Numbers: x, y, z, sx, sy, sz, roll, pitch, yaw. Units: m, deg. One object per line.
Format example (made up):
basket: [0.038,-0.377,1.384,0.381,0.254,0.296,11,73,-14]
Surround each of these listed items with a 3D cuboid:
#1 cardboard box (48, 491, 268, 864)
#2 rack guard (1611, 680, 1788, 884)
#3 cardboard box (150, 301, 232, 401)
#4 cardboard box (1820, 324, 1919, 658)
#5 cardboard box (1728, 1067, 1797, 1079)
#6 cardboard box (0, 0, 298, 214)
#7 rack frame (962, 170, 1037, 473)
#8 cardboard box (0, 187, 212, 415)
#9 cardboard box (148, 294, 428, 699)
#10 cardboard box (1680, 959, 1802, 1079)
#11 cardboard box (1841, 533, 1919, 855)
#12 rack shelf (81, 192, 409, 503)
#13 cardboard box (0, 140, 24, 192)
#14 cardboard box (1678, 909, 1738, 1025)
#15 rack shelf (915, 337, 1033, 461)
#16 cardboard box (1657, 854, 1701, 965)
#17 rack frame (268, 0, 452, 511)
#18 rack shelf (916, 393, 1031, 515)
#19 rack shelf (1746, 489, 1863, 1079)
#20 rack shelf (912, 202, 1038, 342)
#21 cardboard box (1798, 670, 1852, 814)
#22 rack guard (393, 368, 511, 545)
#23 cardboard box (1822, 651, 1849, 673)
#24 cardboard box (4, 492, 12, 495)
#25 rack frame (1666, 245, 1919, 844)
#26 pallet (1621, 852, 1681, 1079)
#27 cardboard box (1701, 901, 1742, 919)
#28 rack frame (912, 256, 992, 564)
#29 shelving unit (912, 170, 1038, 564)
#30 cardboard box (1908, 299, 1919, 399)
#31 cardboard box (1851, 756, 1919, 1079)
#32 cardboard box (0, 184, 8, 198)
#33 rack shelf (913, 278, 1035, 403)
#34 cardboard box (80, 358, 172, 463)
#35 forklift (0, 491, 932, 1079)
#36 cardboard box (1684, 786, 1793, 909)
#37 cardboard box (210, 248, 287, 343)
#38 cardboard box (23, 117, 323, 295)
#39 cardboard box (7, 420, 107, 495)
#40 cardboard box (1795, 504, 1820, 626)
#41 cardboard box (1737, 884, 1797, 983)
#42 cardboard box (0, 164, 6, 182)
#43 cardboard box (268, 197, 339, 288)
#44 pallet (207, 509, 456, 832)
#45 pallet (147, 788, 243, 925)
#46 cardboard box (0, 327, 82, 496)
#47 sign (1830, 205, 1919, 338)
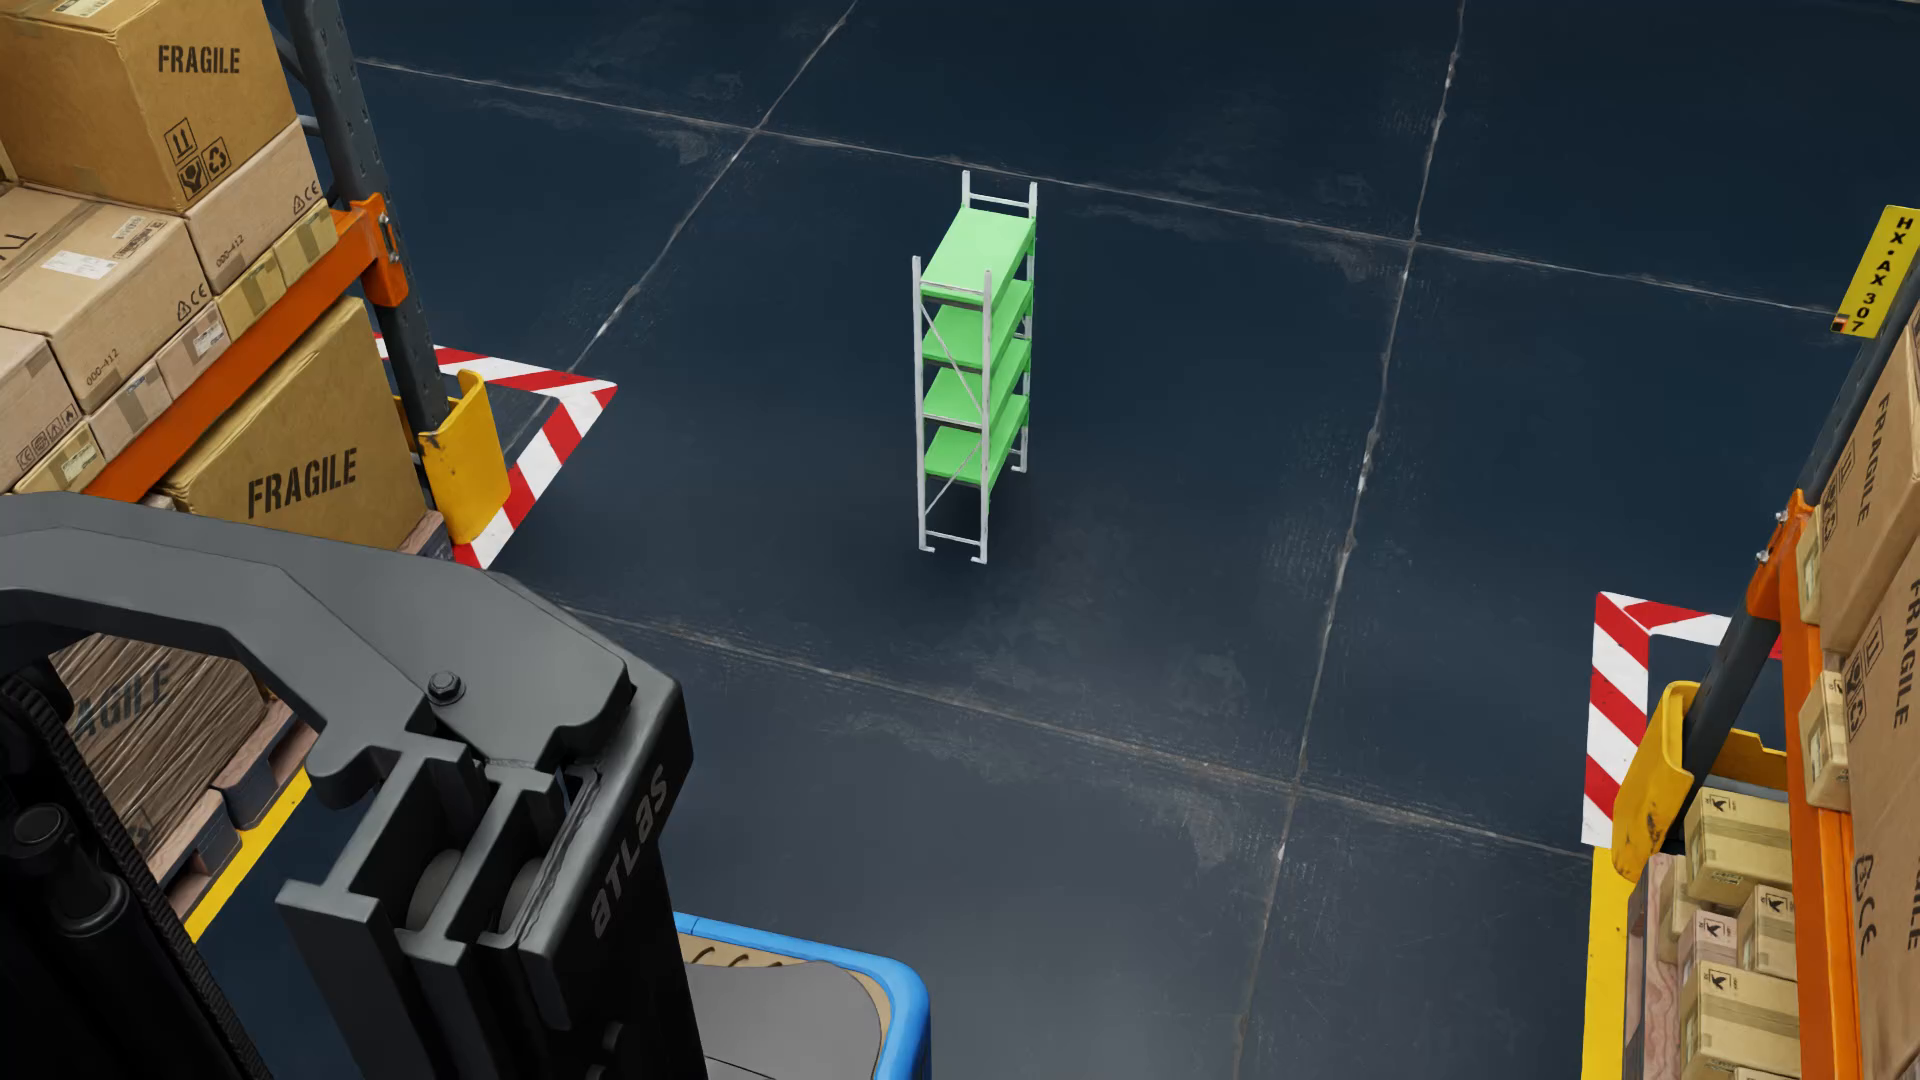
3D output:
cardboard box: [-2.592,0.394,4.422,0.875,0.875,0.875,13,46,13]
rack guard: [2.474,0.796,4.579,1.175,0.500,0.348,13,46,13]
cardboard box: [-2.148,-0.527,4.324,0.380,0.149,0.250,13,46,13]
cardboard box: [2.098,-0.049,3.371,0.500,0.500,0.500,15,46,14]
cardboard box: [1.851,1.319,3.570,0.380,0.149,0.250,10,45,11]
cardboard box: [-2.096,-1.206,4.196,0.500,0.500,0.500,13,46,13]
rack frame: [0.124,-0.702,5.609,0.240,1.200,0.015,13,46,12]
cardboard box: [-2.247,-0.601,4.114,0.500,0.250,0.500,12,46,12]
cardboard box: [-2.317,-0.213,5.042,0.875,0.875,0.875,13,46,13]
cardboard box: [1.848,1.136,3.757,0.380,0.149,0.250,12,46,12]
cardboard box: [1.960,0.313,3.001,0.500,0.500,0.500,13,46,13]
rack shelf: [-2.805,0.325,3.788,1.077,0.370,4.000,13,46,13]
cardboard box: [-2.602,-1.055,4.578,0.500,0.250,0.500,11,46,11]
cardboard box: [1.957,1.080,4.027,0.380,0.149,0.250,12,46,12]
rack shelf: [0.050,-0.494,5.488,0.258,0.148,0.480,13,46,12]
cardboard box: [2.034,1.003,4.319,0.380,0.149,0.250,13,46,13]
rack frame: [-2.199,-1.266,4.899,1.000,3.000,0.127,13,46,13]
rack shelf: [0.050,-0.322,5.656,0.258,0.148,0.480,13,46,12]
rack shelf: [1.892,1.443,2.645,1.077,0.370,4.000,13,46,13]
rack shelf: [0.050,-0.837,5.152,0.258,0.148,0.480,13,46,12]
cardboard box: [1.917,0.435,3.340,0.380,0.149,0.250,11,46,11]
rack guard: [-2.192,-0.388,5.789,1.175,0.500,0.348,13,46,13]
cardboard box: [2.049,0.267,3.512,0.380,0.149,0.250,14,46,14]
cardboard box: [-2.379,-0.015,3.800,0.380,0.149,0.250,13,46,13]
rack frame: [2.497,-0.148,3.756,1.000,3.000,0.127,13,46,13]
pallet: [2.195,1.434,4.134,1.003,0.211,1.213,13,46,13]
cardboard box: [2.094,0.910,4.201,0.380,0.149,0.250,14,46,14]
rack frame: [-0.024,-0.377,5.277,0.240,1.200,0.015,13,46,12]
shelving unit: [0.050,-0.539,5.443,0.258,1.200,0.503,13,46,12]
cardboard box: [2.108,-0.404,3.019,0.500,0.500,0.500,12,46,12]
cardboard box: [1.800,0.637,2.670,0.500,0.500,0.500,13,46,13]
cardboard box: [-2.753,-0.708,4.223,0.500,0.250,0.500,12,46,12]
rack shelf: [0.050,-0.665,5.320,0.258,0.148,0.480,13,46,12]
cardboard box: [-2.224,-0.361,4.154,0.380,0.149,0.250,13,46,13]
forklift: [-0.893,1.500,2.121,1.130,2.935,3.031,10,45,10]
cardboard box: [2.015,0.786,4.115,0.380,0.149,0.250,11,45,11]
cardboard box: [-2.070,-0.695,4.495,0.380,0.149,0.250,13,46,13]
cardboard box: [-2.093,-0.939,4.459,0.500,0.250,0.500,12,46,12]
cardboard box: [-2.301,-0.188,3.977,0.380,0.149,0.250,12,46,12]
cardboard box: [2.087,0.089,3.694,0.380,0.149,0.250,12,46,12]
cardboard box: [2.046,0.995,3.901,0.380,0.149,0.250,13,46,13]
cardboard box: [-2.753,-0.990,3.976,0.500,0.500,0.500,12,46,12]
cardboard box: [-1.993,-0.869,4.673,0.380,0.149,0.250,13,46,13]
pallet: [-2.367,0.281,5.312,1.003,0.211,1.213,13,46,13]
pallet: [-2.738,1.091,4.484,1.003,0.211,1.213,13,46,12]
cardboard box: [-2.401,-0.262,3.767,0.500,0.250,0.500,11,45,11]
sign: [1.980,-0.572,3.571,0.100,0.325,0.005,13,46,13]
